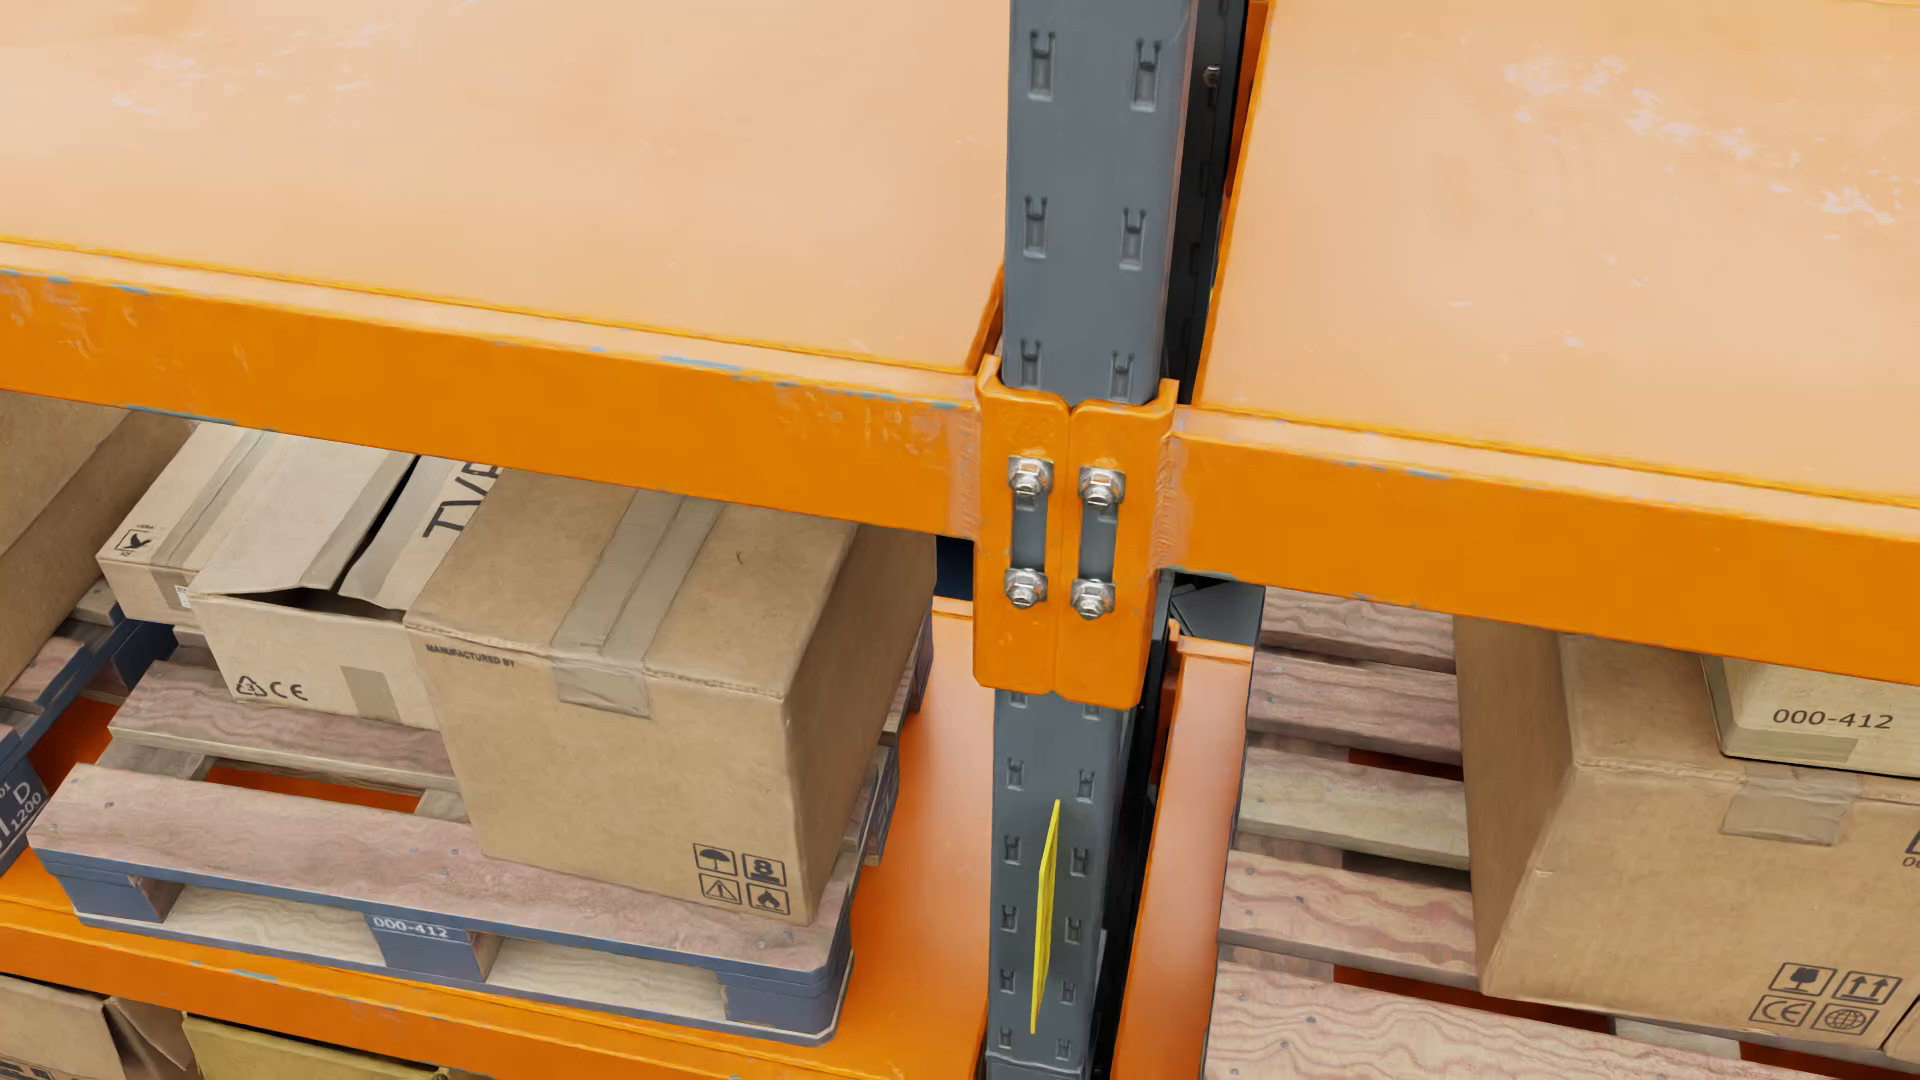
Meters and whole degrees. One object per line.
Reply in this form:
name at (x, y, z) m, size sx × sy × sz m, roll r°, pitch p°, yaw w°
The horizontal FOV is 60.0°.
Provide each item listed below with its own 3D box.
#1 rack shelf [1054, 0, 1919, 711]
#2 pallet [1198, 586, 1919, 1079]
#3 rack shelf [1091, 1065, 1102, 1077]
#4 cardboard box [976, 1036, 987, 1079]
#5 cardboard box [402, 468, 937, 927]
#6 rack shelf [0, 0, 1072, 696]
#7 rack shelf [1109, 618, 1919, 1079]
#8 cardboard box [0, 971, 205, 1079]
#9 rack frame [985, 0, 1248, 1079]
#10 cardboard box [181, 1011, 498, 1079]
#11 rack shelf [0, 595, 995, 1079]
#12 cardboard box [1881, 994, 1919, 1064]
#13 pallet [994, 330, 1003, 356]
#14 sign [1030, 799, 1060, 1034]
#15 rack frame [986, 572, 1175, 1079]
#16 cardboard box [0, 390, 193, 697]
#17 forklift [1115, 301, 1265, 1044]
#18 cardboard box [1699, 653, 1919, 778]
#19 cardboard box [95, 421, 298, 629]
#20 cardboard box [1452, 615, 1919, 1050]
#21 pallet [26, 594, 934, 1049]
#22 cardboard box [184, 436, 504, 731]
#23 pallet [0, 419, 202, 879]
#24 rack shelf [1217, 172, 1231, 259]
rack shelf at (2.155, -0.022, 1.551) m, size 4.000 × 0.370 × 1.077 m, roll 9°, pitch 45°, yaw 9°
pallet at (1.000, 0.515, 2.413) m, size 1.213 × 0.211 × 1.003 m, roll 9°, pitch 45°, yaw 9°
rack shelf at (2.155, 1.995, 3.493) m, size 4.000 × 0.370 × 1.077 m, roll 9°, pitch 45°, yaw 9°
cardboard box at (-0.191, 1.158, 3.771) m, size 0.500 × 0.500 × 0.500 m, roll 9°, pitch 45°, yaw 9°
cardboard box at (-0.365, 0.084, 2.422) m, size 0.500 × 0.500 × 0.700 m, roll 10°, pitch 45°, yaw 10°
rack shelf at (-1.748, -0.628, 2.180) m, size 4.000 × 0.370 × 1.077 m, roll 9°, pitch 45°, yaw 9°
rack shelf at (2.155, 0.915, 2.453) m, size 4.000 × 0.370 × 1.077 m, roll 9°, pitch 45°, yaw 9°
cardboard box at (-1.699, 0.749, 3.473) m, size 0.637 × 0.503 × 0.797 m, roll 10°, pitch 45°, yaw 10°
rack frame at (0.204, -0.728, 1.478) m, size 0.127 × 3.000 × 1.000 m, roll 9°, pitch 45°, yaw 9°
cardboard box at (-1.089, 0.833, 3.386) m, size 0.637 × 0.503 × 0.797 m, roll 9°, pitch 45°, yaw 10°
rack shelf at (-1.748, 0.309, 3.082) m, size 4.000 × 0.370 × 1.077 m, roll 9°, pitch 45°, yaw 9°
cardboard box at (1.504, 0.291, 2.134) m, size 0.500 × 0.500 × 0.700 m, roll 11°, pitch 45°, yaw 11°
pallet at (0.541, -1.059, 8.158) m, size 1.213 × 0.211 × 1.003 m, roll 9°, pitch 45°, yaw 9°
sign at (0.095, 0.422, 1.846) m, size 0.005 × 0.325 × 0.100 m, roll 9°, pitch 45°, yaw 9°
rack frame at (0.204, 1.433, 3.558) m, size 0.127 × 3.000 × 1.000 m, roll 9°, pitch 45°, yaw 9°
cardboard box at (-1.702, -0.147, 2.659) m, size 0.637 × 0.503 × 0.797 m, roll 8°, pitch 45°, yaw 8°
forklift at (1.033, 0.921, 4.140) m, size 1.130 × 2.935 × 3.031 m, roll -14°, pitch 46°, yaw -14°
cardboard box at (1.120, 0.006, 1.890) m, size 0.500 × 0.250 × 0.500 m, roll 6°, pitch 44°, yaw 6°
cardboard box at (-1.217, -0.035, 2.799) m, size 0.250 × 0.149 × 0.380 m, roll 7°, pitch 44°, yaw 7°
cardboard box at (0.980, 0.207, 2.222) m, size 0.500 × 0.500 × 0.700 m, roll 6°, pitch 44°, yaw 7°
pallet at (-0.702, 0.316, 2.694) m, size 1.217 × 0.209 × 0.805 m, roll 7°, pitch 44°, yaw 7°
cardboard box at (-0.847, 0.006, 2.639) m, size 0.500 × 0.311 × 0.500 m, roll 7°, pitch 44°, yaw 8°
pallet at (-1.968, 0.044, 2.975) m, size 1.213 × 0.211 × 1.003 m, roll 11°, pitch 45°, yaw 11°
rack shelf at (-0.667, -1.962, 7.605) m, size 4.000 × 0.370 × 1.077 m, roll 9°, pitch 45°, yaw 9°
